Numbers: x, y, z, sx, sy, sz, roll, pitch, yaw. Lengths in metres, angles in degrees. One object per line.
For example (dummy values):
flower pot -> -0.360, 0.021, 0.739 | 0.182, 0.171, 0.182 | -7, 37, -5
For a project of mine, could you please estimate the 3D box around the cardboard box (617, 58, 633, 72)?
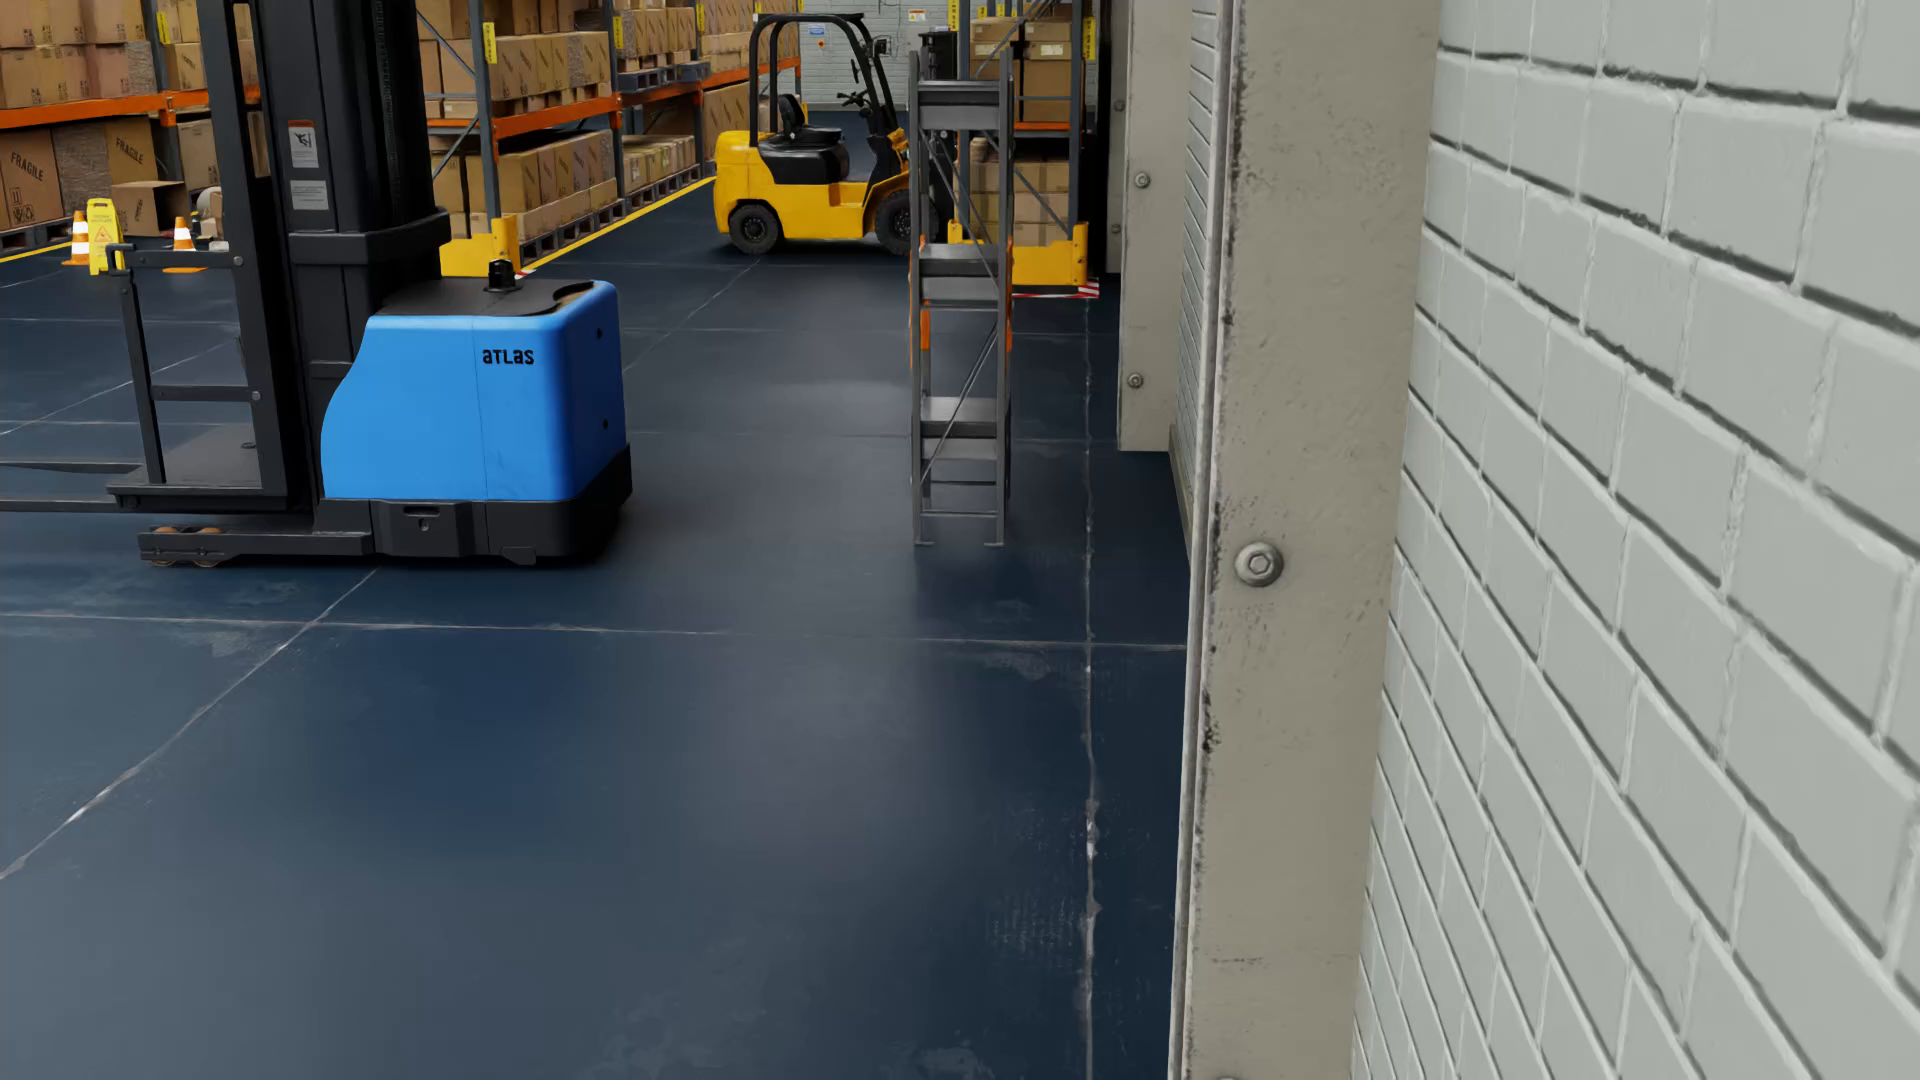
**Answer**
cardboard box -> -3.818, -5.226, 18.284 | 0.380, 0.149, 0.250 | 2, 18, 5

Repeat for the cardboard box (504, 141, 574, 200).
cardboard box -> -4.047, -3.558, 16.002 | 0.500, 0.500, 0.500 | 2, 18, 5

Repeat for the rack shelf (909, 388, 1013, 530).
rack shelf -> 0.012, -0.371, 7.475 | 0.431, 0.518, 0.480 | 1, 18, 4

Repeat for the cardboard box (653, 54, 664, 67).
cardboard box -> -3.696, -5.630, 19.517 | 0.380, 0.149, 0.250 | 2, 18, 6

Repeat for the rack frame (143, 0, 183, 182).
rack frame -> -9.117, -5.060, 18.049 | 1.000, 3.000, 0.127 | 1, 18, 4

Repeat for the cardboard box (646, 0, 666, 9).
cardboard box -> -3.721, -6.406, 19.801 | 0.380, 0.149, 0.250 | 0, 18, 1

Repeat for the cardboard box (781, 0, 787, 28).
cardboard box -> -3.156, -8.759, 27.572 | 0.500, 0.500, 0.500 | 1, 18, 4

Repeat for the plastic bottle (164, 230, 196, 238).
plastic bottle -> -7.826, -3.073, 16.703 | 0.283, 0.061, 0.133 | -5, 19, -15

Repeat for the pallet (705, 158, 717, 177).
pallet -> -3.754, -5.142, 22.776 | 1.003, 0.211, 1.213 | 1, 18, 4

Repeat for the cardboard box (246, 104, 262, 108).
cardboard box -> -8.963, -5.246, 21.555 | 1.050, 0.750, 0.750 | 1, 18, 3

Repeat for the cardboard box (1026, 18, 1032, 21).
cardboard box -> 0.522, -5.114, 16.532 | 0.380, 0.149, 0.250 | 1, 18, 3

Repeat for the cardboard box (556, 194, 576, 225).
cardboard box -> -4.055, -3.204, 16.126 | 0.500, 0.250, 0.500 | 3, 18, 8

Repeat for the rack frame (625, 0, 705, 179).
rack frame -> -3.886, -6.224, 21.599 | 1.000, 3.000, 0.127 | 1, 18, 4

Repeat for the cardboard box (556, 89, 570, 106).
cardboard box -> -3.991, -4.280, 16.072 | 0.380, 0.149, 0.250 | 1, 18, 4

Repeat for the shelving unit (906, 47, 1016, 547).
shelving unit -> 0.012, -1.049, 7.253 | 0.431, 2.100, 0.503 | 1, 18, 4

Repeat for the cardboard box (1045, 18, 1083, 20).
cardboard box -> 0.998, -4.944, 16.014 | 0.380, 0.149, 0.250 | 1, 18, 3

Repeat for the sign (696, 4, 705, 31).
sign -> -3.344, -6.727, 21.403 | 0.100, 0.325, 0.005 | 1, 18, 4

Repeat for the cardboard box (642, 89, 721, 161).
cardboard box -> -3.753, -5.626, 22.514 | 0.875, 0.875, 0.875 | 1, 18, 3

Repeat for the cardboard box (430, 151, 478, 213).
cardboard box -> -4.662, -3.243, 15.040 | 0.500, 0.500, 0.500 | 1, 18, 4

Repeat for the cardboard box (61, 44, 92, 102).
cardboard box -> -9.304, -4.680, 16.649 | 0.875, 0.550, 0.550 | 1, 18, 4

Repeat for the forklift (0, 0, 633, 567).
forklift -> -3.086, -1.440, 7.110 | 3.031, 2.935, 1.130 | 1, 18, 3

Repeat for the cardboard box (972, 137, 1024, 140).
cardboard box -> 0.384, -3.938, 16.759 | 0.500, 0.250, 0.500 | 1, 18, 4

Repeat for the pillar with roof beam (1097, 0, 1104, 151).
pillar with roof beam -> -1.993, -10.499, 25.014 | 9.100, 9.000, 0.400 | 1, 18, 4

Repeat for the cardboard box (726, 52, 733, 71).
cardboard box -> -3.505, -6.775, 23.522 | 0.500, 0.250, 0.500 | 1, 18, 4

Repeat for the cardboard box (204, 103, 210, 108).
cardboard box -> -13.228, -7.636, 28.648 | 0.875, 0.875, 0.875 | 1, 18, 4

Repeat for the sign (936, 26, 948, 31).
sign -> -0.339, -10.376, 34.424 | 0.329, 0.494, 0.001 | 1, 18, 4

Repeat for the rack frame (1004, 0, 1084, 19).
rack frame -> 1.066, -6.114, 21.265 | 1.000, 3.000, 0.127 | 1, 18, 4

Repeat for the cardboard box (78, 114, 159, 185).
cardboard box -> -9.232, -4.057, 17.723 | 0.875, 0.875, 0.875 | 2, 18, 5

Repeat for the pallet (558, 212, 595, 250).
pallet -> -4.270, -3.067, 16.444 | 1.003, 0.211, 1.213 | 1, 18, 4

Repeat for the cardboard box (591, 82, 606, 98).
cardboard box -> -3.902, -4.678, 17.285 | 0.380, 0.149, 0.250 | 2, 18, 5

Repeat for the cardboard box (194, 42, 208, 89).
cardboard box -> -8.775, -5.422, 18.992 | 0.500, 0.500, 0.500 | 1, 18, 4

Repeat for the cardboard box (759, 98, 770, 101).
cardboard box -> -3.317, -7.199, 28.015 | 0.875, 0.438, 0.875 | 2, 18, 5

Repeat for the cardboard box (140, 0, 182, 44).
cardboard box -> -9.087, -5.737, 18.349 | 0.700, 0.500, 0.500 | 1, 18, 3

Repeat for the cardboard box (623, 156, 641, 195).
cardboard box -> -4.137, -4.095, 18.649 | 0.950, 0.372, 0.625 | 2, 18, 5

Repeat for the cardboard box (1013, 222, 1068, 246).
cardboard box -> 0.722, -2.670, 14.497 | 0.500, 0.250, 0.500 | 1, 18, 4

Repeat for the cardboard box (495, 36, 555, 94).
cardboard box -> -4.079, -4.388, 15.359 | 0.500, 0.500, 0.500 | 1, 18, 3

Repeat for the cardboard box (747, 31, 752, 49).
cardboard box -> -3.388, -7.490, 24.902 | 0.500, 0.250, 0.500 | 1, 18, 4

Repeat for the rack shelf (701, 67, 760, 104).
rack shelf -> -3.742, -6.503, 23.607 | 1.077, 0.370, 4.000 | 1, 18, 4

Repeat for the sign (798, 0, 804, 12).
sign -> -2.772, -9.355, 28.915 | 0.100, 0.325, 0.005 | 1, 18, 4

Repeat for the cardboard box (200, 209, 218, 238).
cardboard box -> -7.403, -3.186, 16.720 | 0.396, 0.266, 0.258 | 4, 19, 13

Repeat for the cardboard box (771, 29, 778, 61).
cardboard box -> -3.222, -7.964, 26.750 | 0.500, 0.500, 0.500 | 1, 18, 4

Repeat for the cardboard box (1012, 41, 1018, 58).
cardboard box -> 0.306, -4.258, 14.399 | 0.380, 0.149, 0.250 | 2, 18, 5

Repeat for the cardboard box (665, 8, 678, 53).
cardboard box -> -3.702, -6.147, 20.053 | 0.500, 0.500, 0.500 | 0, 18, 0

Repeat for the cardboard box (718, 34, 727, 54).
cardboard box -> -3.517, -6.857, 22.970 | 0.500, 0.250, 0.500 | 1, 18, 4

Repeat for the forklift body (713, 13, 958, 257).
forklift body -> -1.192, -3.856, 15.736 | 2.313, 2.155, 1.214 | 1, 18, 4

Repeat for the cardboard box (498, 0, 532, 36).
cardboard box -> -4.488, -5.036, 15.731 | 0.700, 0.500, 0.500 | 1, 18, 4

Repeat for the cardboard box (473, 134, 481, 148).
cardboard box -> -4.681, -3.745, 15.529 | 0.380, 0.149, 0.250 | 2, 18, 5

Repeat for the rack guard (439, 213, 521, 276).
rack guard -> -4.454, -2.575, 14.478 | 1.175, 0.500, 0.348 | 1, 18, 4

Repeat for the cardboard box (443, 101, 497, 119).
cardboard box -> -4.228, -3.720, 14.364 | 0.380, 0.149, 0.250 | 1, 18, 4

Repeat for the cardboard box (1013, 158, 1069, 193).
cardboard box -> 0.715, -3.142, 14.332 | 0.500, 0.250, 0.500 | 1, 18, 3

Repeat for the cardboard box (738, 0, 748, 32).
cardboard box -> -3.410, -7.683, 24.288 | 0.500, 0.500, 0.500 | 2, 18, 5

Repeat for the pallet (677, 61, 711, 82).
pallet -> -3.830, -5.909, 20.946 | 1.213, 0.211, 1.003 | 1, 18, 4
